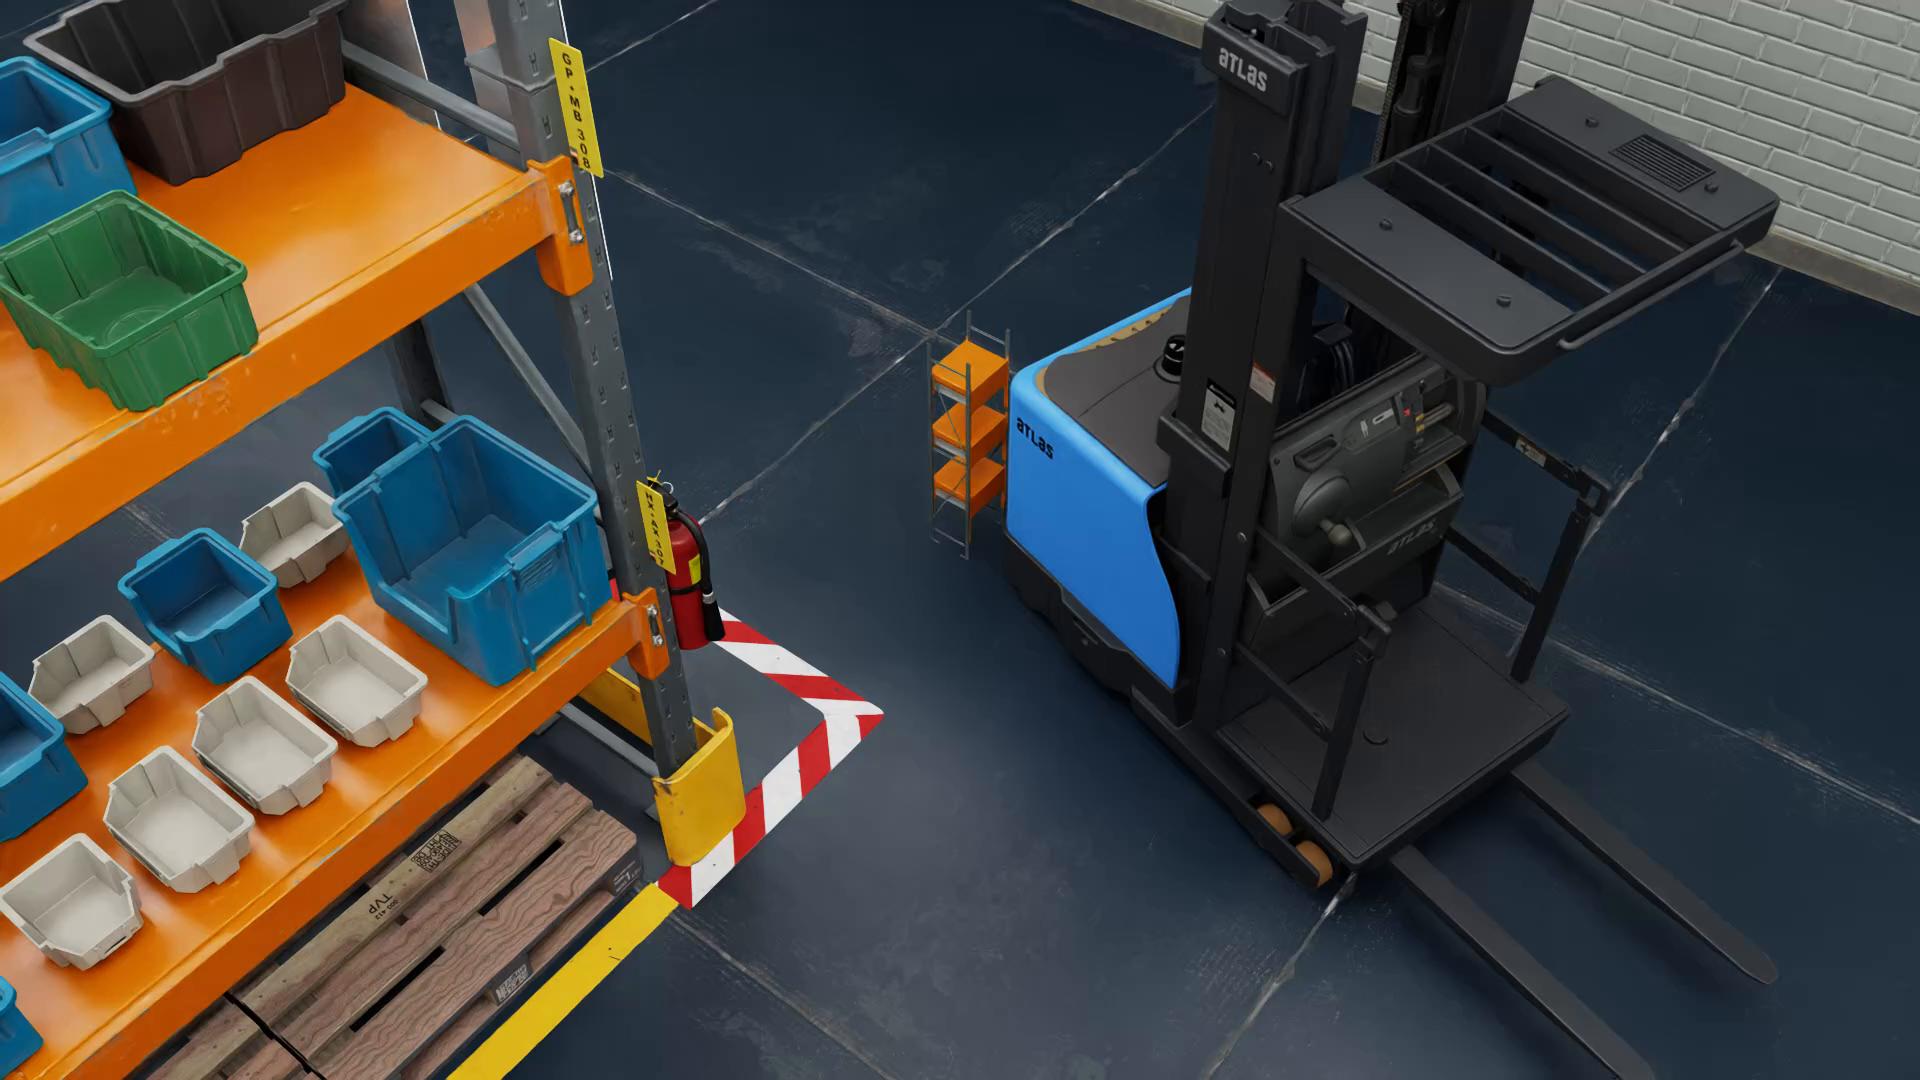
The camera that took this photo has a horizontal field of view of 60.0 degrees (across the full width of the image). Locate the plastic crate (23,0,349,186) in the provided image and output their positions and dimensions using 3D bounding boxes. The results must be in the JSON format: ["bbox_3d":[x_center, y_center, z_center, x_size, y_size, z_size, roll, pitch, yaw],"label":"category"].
[{"bbox_3d":[-1.770,-1.104,3.911,0.497,0.269,0.590,29,53,25],"label":"plastic crate"}]

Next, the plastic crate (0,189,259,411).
[{"bbox_3d":[-1.691,-0.482,3.373,0.450,0.188,0.336,29,53,25],"label":"plastic crate"}]

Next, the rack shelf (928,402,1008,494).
[{"bbox_3d":[0.033,-0.386,6.572,0.215,0.259,0.240,29,53,25],"label":"rack shelf"}]

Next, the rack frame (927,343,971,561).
[{"bbox_3d":[-0.042,-0.323,6.498,0.200,1.050,0.008,29,53,25],"label":"rack frame"}]

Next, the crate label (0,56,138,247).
[{"bbox_3d":[-2.134,-0.810,3.642,0.408,0.251,0.502,29,53,25],"label":"crate label"}]

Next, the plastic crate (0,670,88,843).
[{"bbox_3d":[-2.531,0.576,4.364,0.416,0.233,0.300,29,53,25],"label":"plastic crate"}]

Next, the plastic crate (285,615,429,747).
[{"bbox_3d":[-1.670,0.407,4.592,0.396,0.136,0.243,29,53,25],"label":"plastic crate"}]

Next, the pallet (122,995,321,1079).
[{"bbox_3d":[-2.595,1.903,4.951,1.003,0.211,1.213,29,53,25],"label":"pallet"}]

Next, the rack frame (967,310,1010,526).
[{"bbox_3d":[0.107,-0.463,6.631,0.200,1.050,0.008,29,53,25],"label":"rack frame"}]

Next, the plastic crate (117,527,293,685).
[{"bbox_3d":[-2.128,0.199,4.724,0.416,0.233,0.300,29,53,25],"label":"plastic crate"}]

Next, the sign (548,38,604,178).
[{"bbox_3d":[-0.869,-0.976,3.771,0.100,0.325,0.005,29,53,25],"label":"sign"}]

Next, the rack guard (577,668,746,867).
[{"bbox_3d":[-1.310,0.634,5.964,1.175,0.500,0.348,29,53,25],"label":"rack guard"}]

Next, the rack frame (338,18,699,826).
[{"bbox_3d":[-1.314,-0.210,5.041,1.000,3.000,0.127,29,53,25],"label":"rack frame"}]

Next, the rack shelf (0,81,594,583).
[{"bbox_3d":[-2.537,0.147,3.123,1.077,0.370,4.000,29,53,25],"label":"rack shelf"}]

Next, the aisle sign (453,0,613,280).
[{"bbox_3d":[-1.038,-1.020,4.017,0.394,0.787,0.004,29,53,25],"label":"aisle sign"}]

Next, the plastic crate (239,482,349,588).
[{"bbox_3d":[-1.987,0.003,4.978,0.250,0.136,0.298,29,53,25],"label":"plastic crate"}]

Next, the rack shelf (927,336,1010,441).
[{"bbox_3d":[0.033,-0.582,6.367,0.215,0.259,0.240,29,53,25],"label":"rack shelf"}]

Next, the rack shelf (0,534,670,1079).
[{"bbox_3d":[-2.537,1.183,4.208,1.077,0.370,4.000,29,53,25],"label":"rack shelf"}]

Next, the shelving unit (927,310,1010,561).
[{"bbox_3d":[0.033,-0.393,6.564,0.215,1.050,0.252,29,53,25],"label":"shelving unit"}]

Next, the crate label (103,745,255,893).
[{"bbox_3d":[-2.009,0.737,4.278,0.396,0.136,0.243,29,53,25],"label":"crate label"}]

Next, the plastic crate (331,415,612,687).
[{"bbox_3d":[-1.371,0.031,4.745,0.616,0.435,0.499,29,53,25],"label":"plastic crate"}]

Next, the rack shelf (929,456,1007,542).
[{"bbox_3d":[0.033,-0.194,6.773,0.215,0.259,0.240,29,53,25],"label":"rack shelf"}]

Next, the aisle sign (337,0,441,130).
[{"bbox_3d":[-1.505,-1.281,4.266,0.394,0.787,0.004,29,53,25],"label":"aisle sign"}]

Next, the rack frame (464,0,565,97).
[{"bbox_3d":[-1.314,-2.282,2.872,1.000,3.000,0.127,29,53,25],"label":"rack frame"}]

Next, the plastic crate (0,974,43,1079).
[{"bbox_3d":[-2.367,1.115,3.849,0.416,0.233,0.300,29,53,25],"label":"plastic crate"}]

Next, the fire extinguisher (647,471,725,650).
[{"bbox_3d":[-0.862,0.060,5.094,0.296,0.674,0.183,29,53,25],"label":"fire extinguisher"}]

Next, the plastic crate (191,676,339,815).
[{"bbox_3d":[-1.858,0.566,4.440,0.396,0.136,0.243,29,53,25],"label":"plastic crate"}]

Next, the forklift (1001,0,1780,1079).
[{"bbox_3d":[1.442,-0.214,5.092,1.130,2.935,3.031,-28,52,-24],"label":"forklift"}]

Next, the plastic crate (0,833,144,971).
[{"bbox_3d":[-2.175,0.914,4.108,0.298,0.136,0.250,29,53,25],"label":"plastic crate"}]

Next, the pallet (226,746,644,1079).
[{"bbox_3d":[-1.849,1.208,5.615,1.003,0.211,1.213,29,53,25],"label":"pallet"}]

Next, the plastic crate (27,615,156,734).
[{"bbox_3d":[-2.402,0.391,4.608,0.250,0.136,0.298,29,53,25],"label":"plastic crate"}]

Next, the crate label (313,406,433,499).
[{"bbox_3d":[-1.726,-0.177,5.084,0.416,0.233,0.303,29,53,25],"label":"crate label"}]

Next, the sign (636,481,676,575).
[{"bbox_3d":[-0.869,-0.033,4.759,0.100,0.325,0.005,29,53,25],"label":"sign"}]
